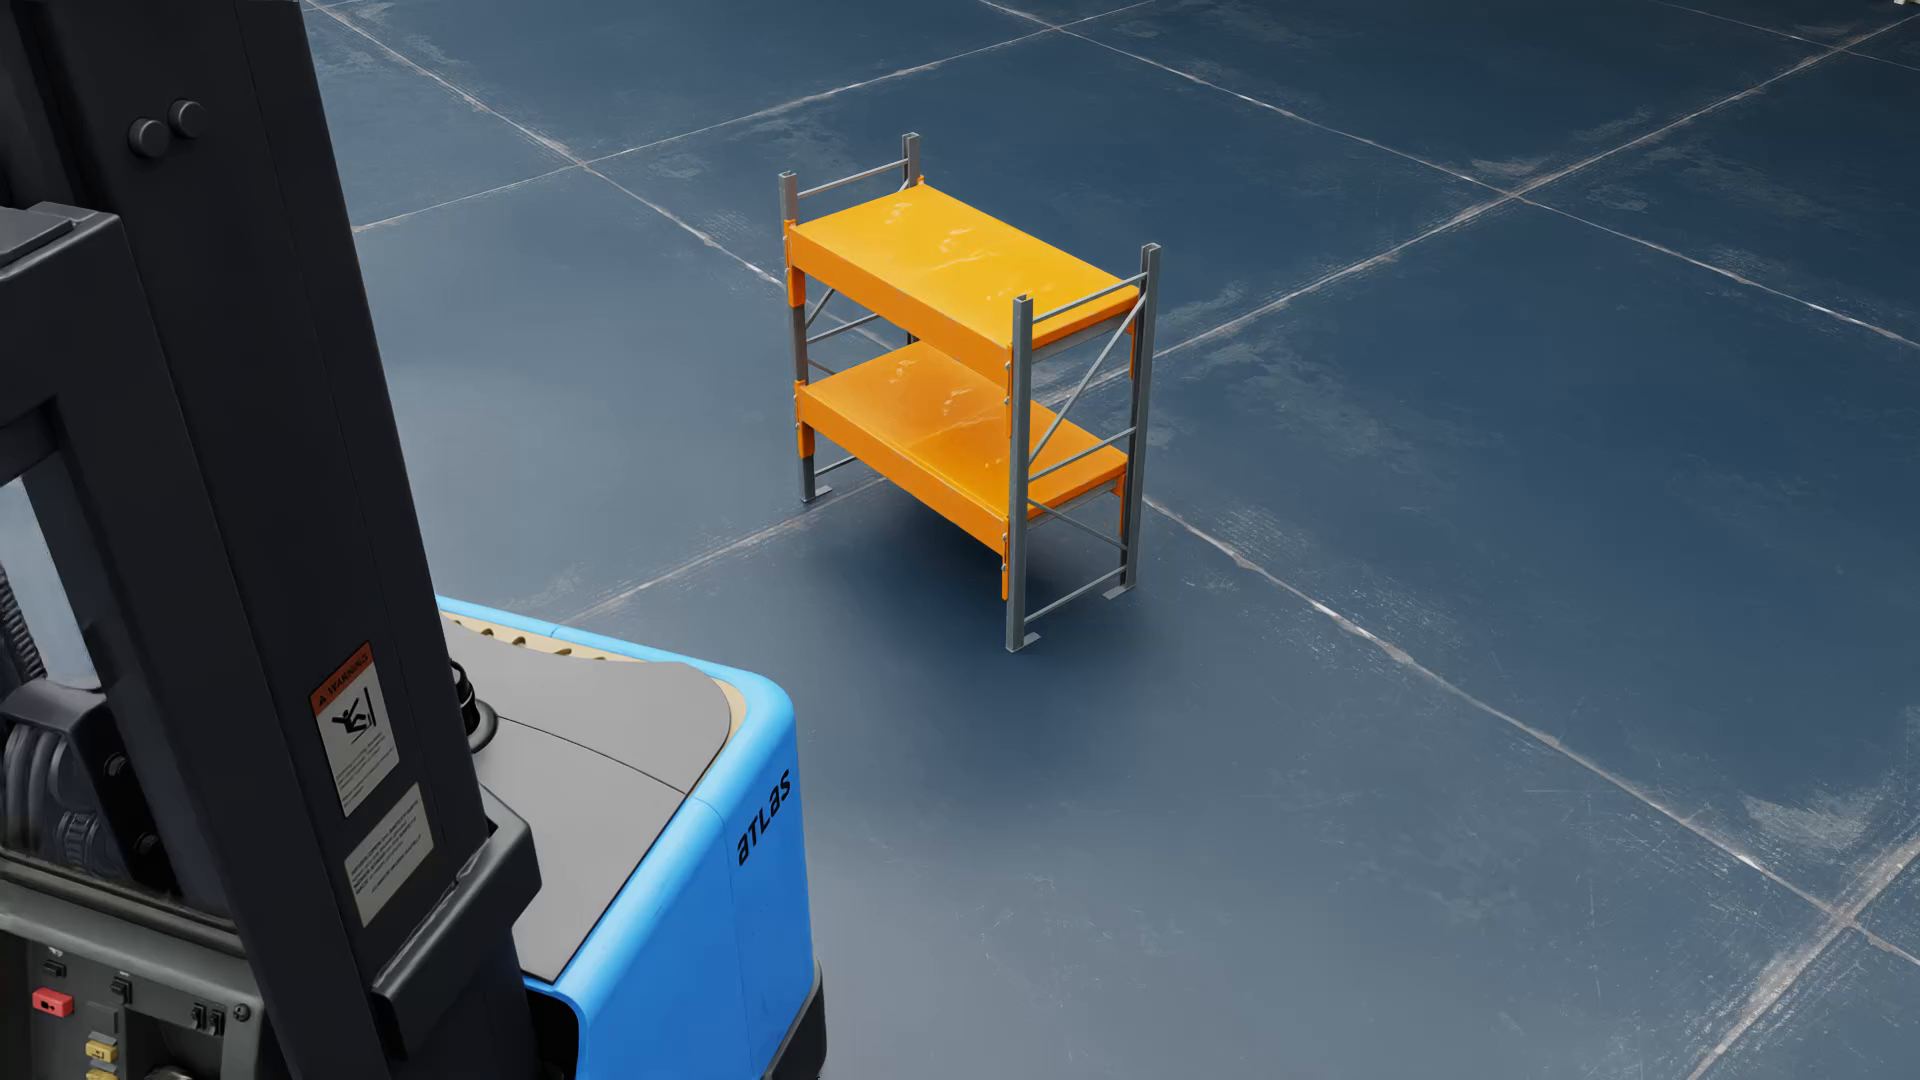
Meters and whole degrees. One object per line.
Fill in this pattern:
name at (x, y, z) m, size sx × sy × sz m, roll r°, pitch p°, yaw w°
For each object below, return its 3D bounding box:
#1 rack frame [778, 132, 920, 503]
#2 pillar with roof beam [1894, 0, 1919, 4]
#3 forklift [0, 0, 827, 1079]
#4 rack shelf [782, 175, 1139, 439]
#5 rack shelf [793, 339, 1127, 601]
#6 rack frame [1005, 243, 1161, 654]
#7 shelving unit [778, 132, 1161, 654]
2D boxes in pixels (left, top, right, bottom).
rack frame at (-0.324, -0.681, 5.238) m, size 0.500 × 1.125 × 0.032 m, roll -26°, pitch 43°, yaw -32°
pillar with roof beam at (2.381, -5.163, 4.754) m, size 9.100 × 9.000 × 0.400 m, roll -26°, pitch 43°, yaw -32°
forklift at (-1.272, 0.640, 1.810) m, size 1.130 × 2.935 × 3.031 m, roll 12°, pitch 37°, yaw 16°
rack shelf at (0.004, -0.695, 4.752) m, size 0.538 × 0.278 × 1.000 m, roll -26°, pitch 43°, yaw -32°
rack shelf at (0.004, -0.257, 5.062) m, size 0.538 × 0.278 × 1.000 m, roll -26°, pitch 43°, yaw -32°
rack frame at (0.332, -0.232, 4.604) m, size 0.500 × 1.125 × 0.032 m, roll -26°, pitch 43°, yaw -32°
shelving unit at (0.004, -0.456, 4.921) m, size 0.538 × 1.125 × 1.048 m, roll -26°, pitch 43°, yaw -32°
